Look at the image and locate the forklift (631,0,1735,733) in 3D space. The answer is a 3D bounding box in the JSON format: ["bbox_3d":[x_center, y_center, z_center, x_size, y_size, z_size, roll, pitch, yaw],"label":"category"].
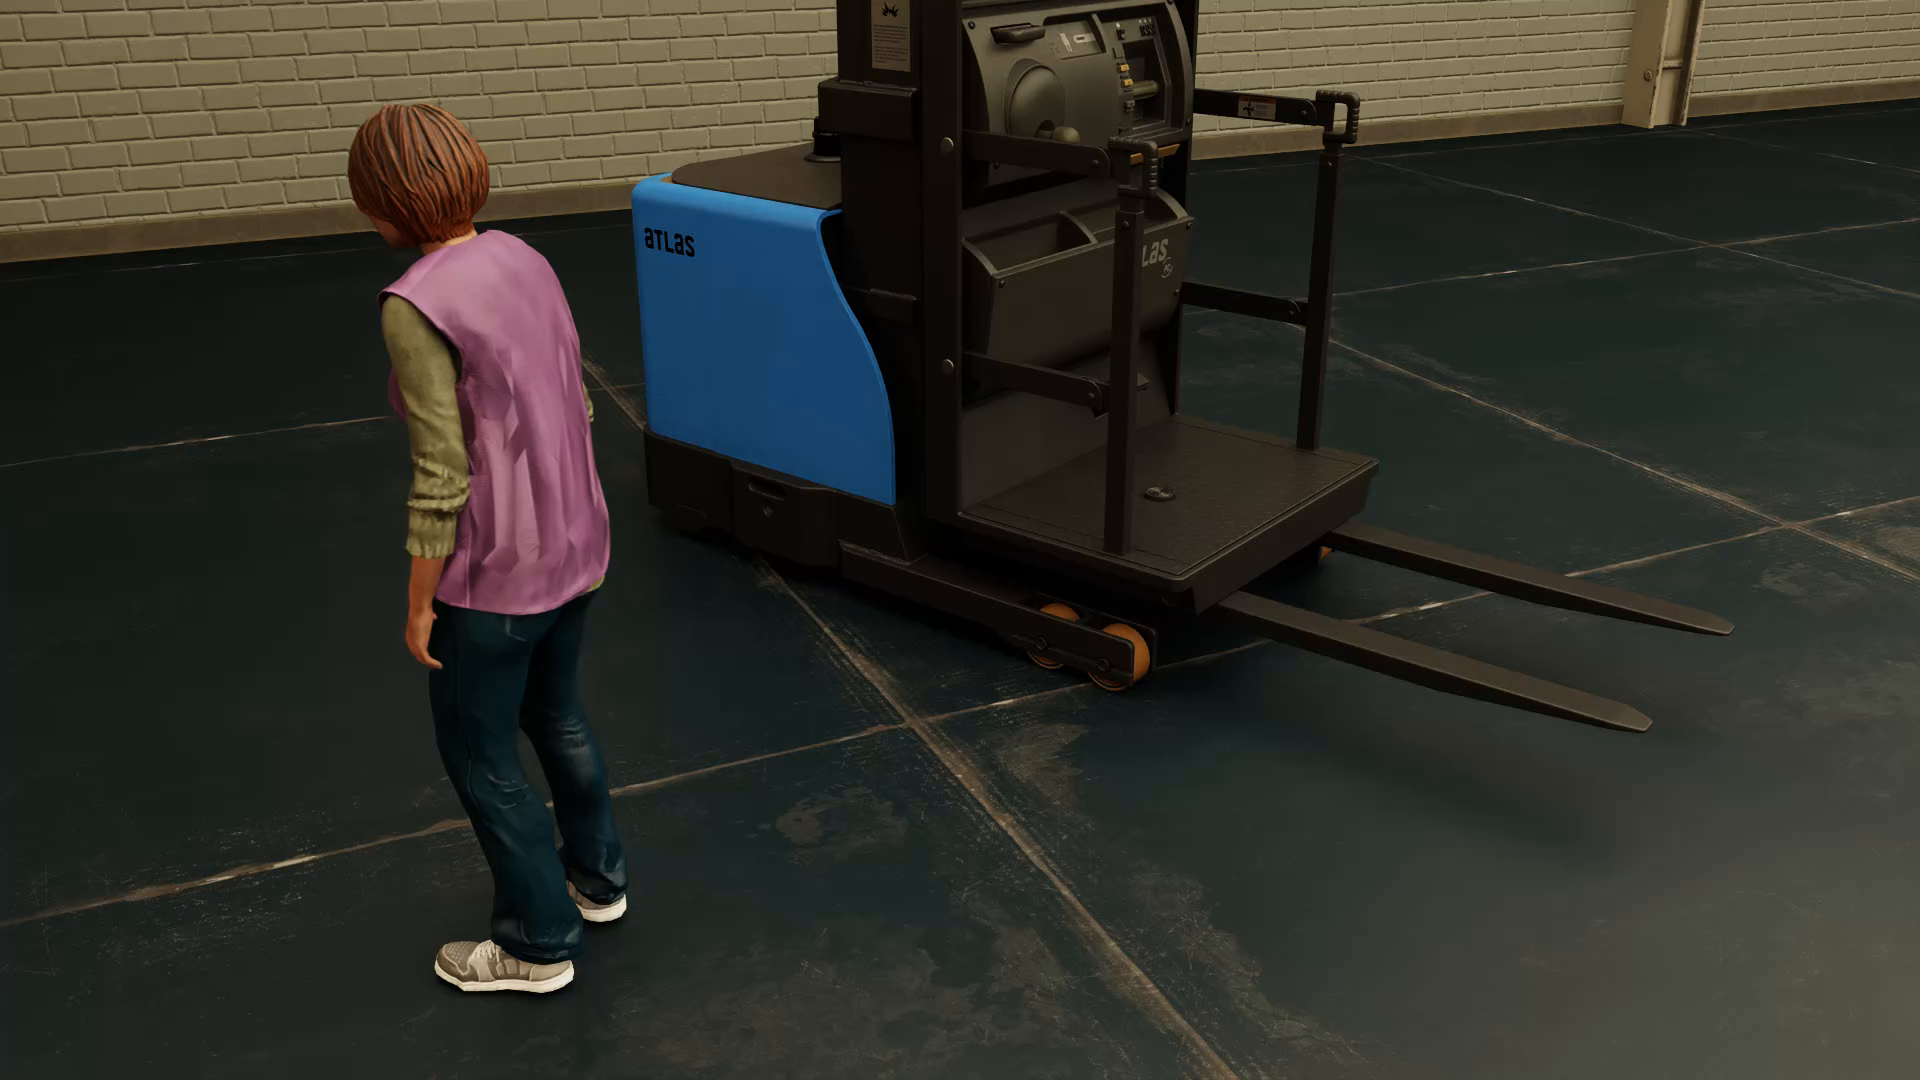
[{"bbox_3d":[0.489,-1.203,4.182,3.031,2.935,1.130,17,28,35],"label":"forklift"}]

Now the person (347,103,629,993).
[{"bbox_3d":[-0.796,0.057,2.895,0.347,1.592,0.461,8,24,19],"label":"person"}]
